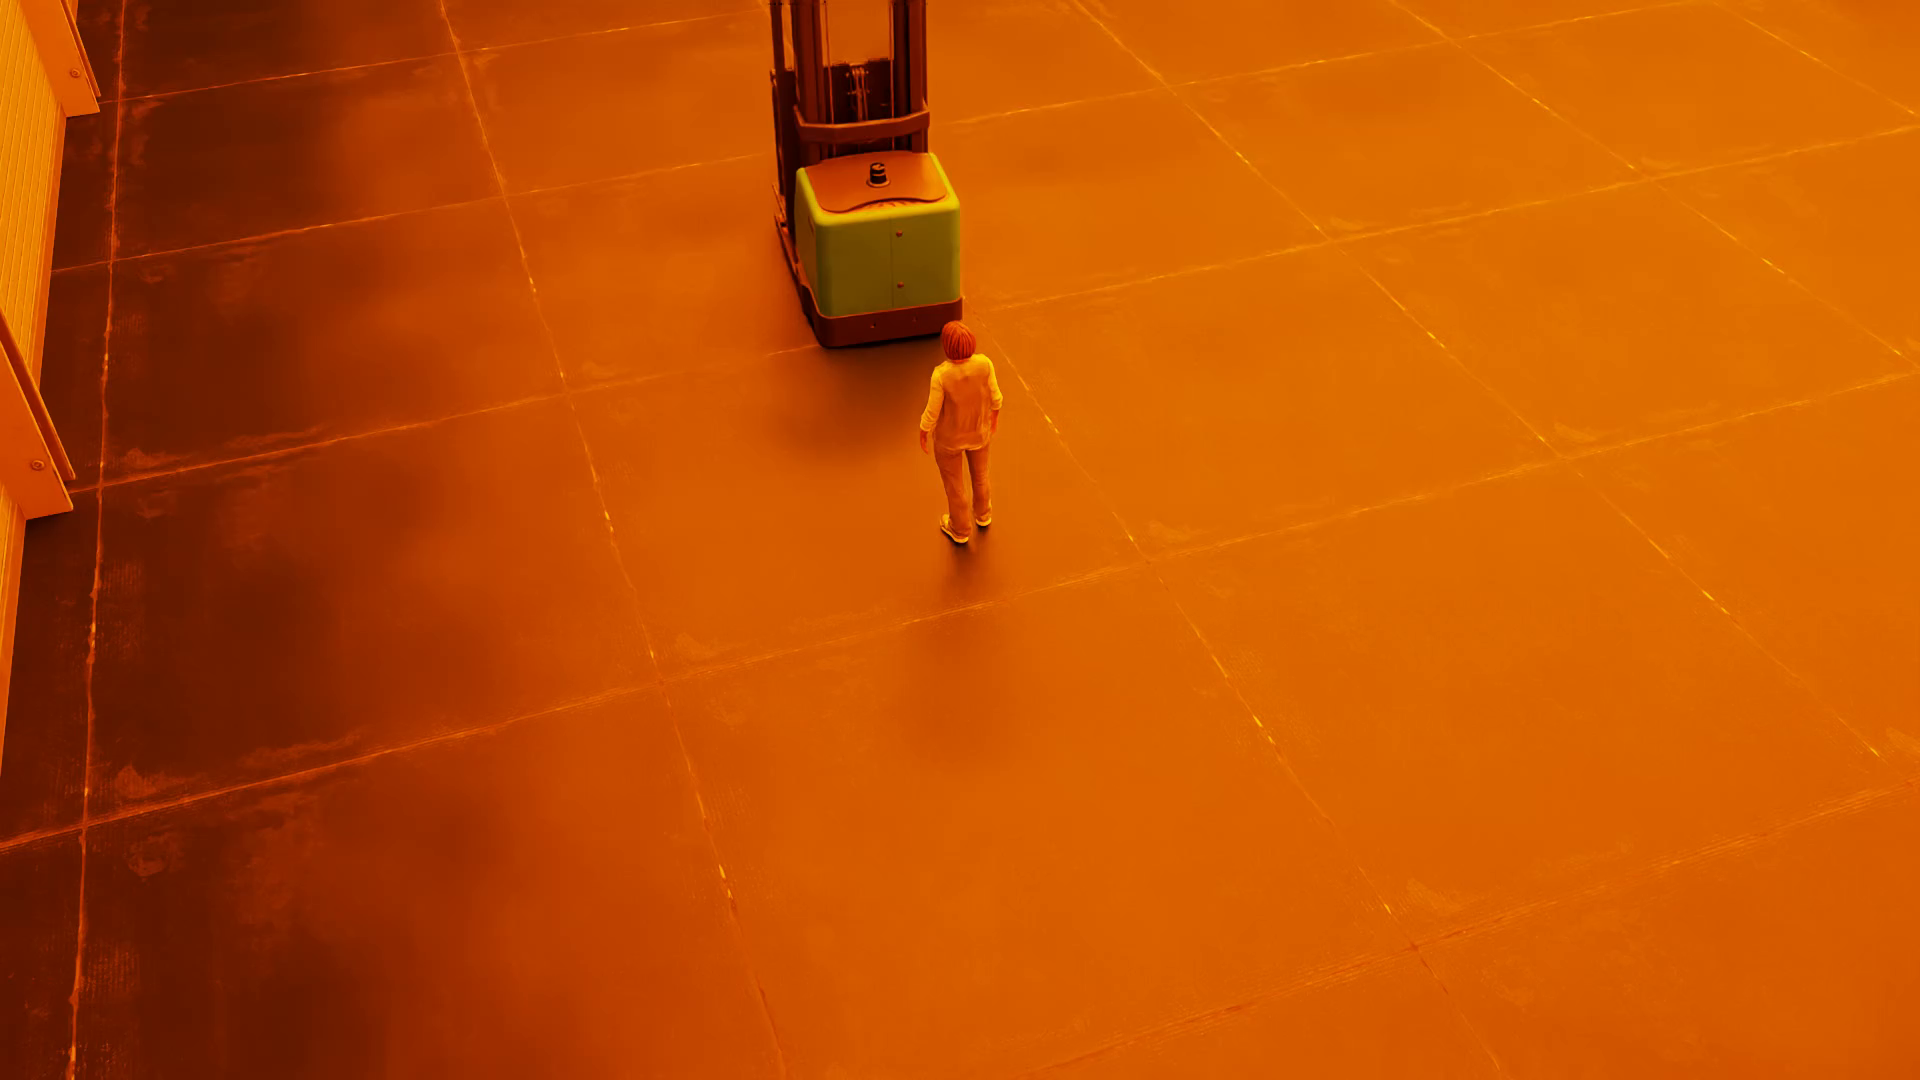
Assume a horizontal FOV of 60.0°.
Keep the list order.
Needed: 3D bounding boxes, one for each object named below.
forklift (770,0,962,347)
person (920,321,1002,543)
[{"bbox_3d":[-0.837,-3.450,12.106,1.130,2.935,3.031,-9,41,-11],"label":"forklift"},{"bbox_3d":[-0.012,-0.665,9.814,0.520,1.597,0.475,-13,42,-15],"label":"person"}]
